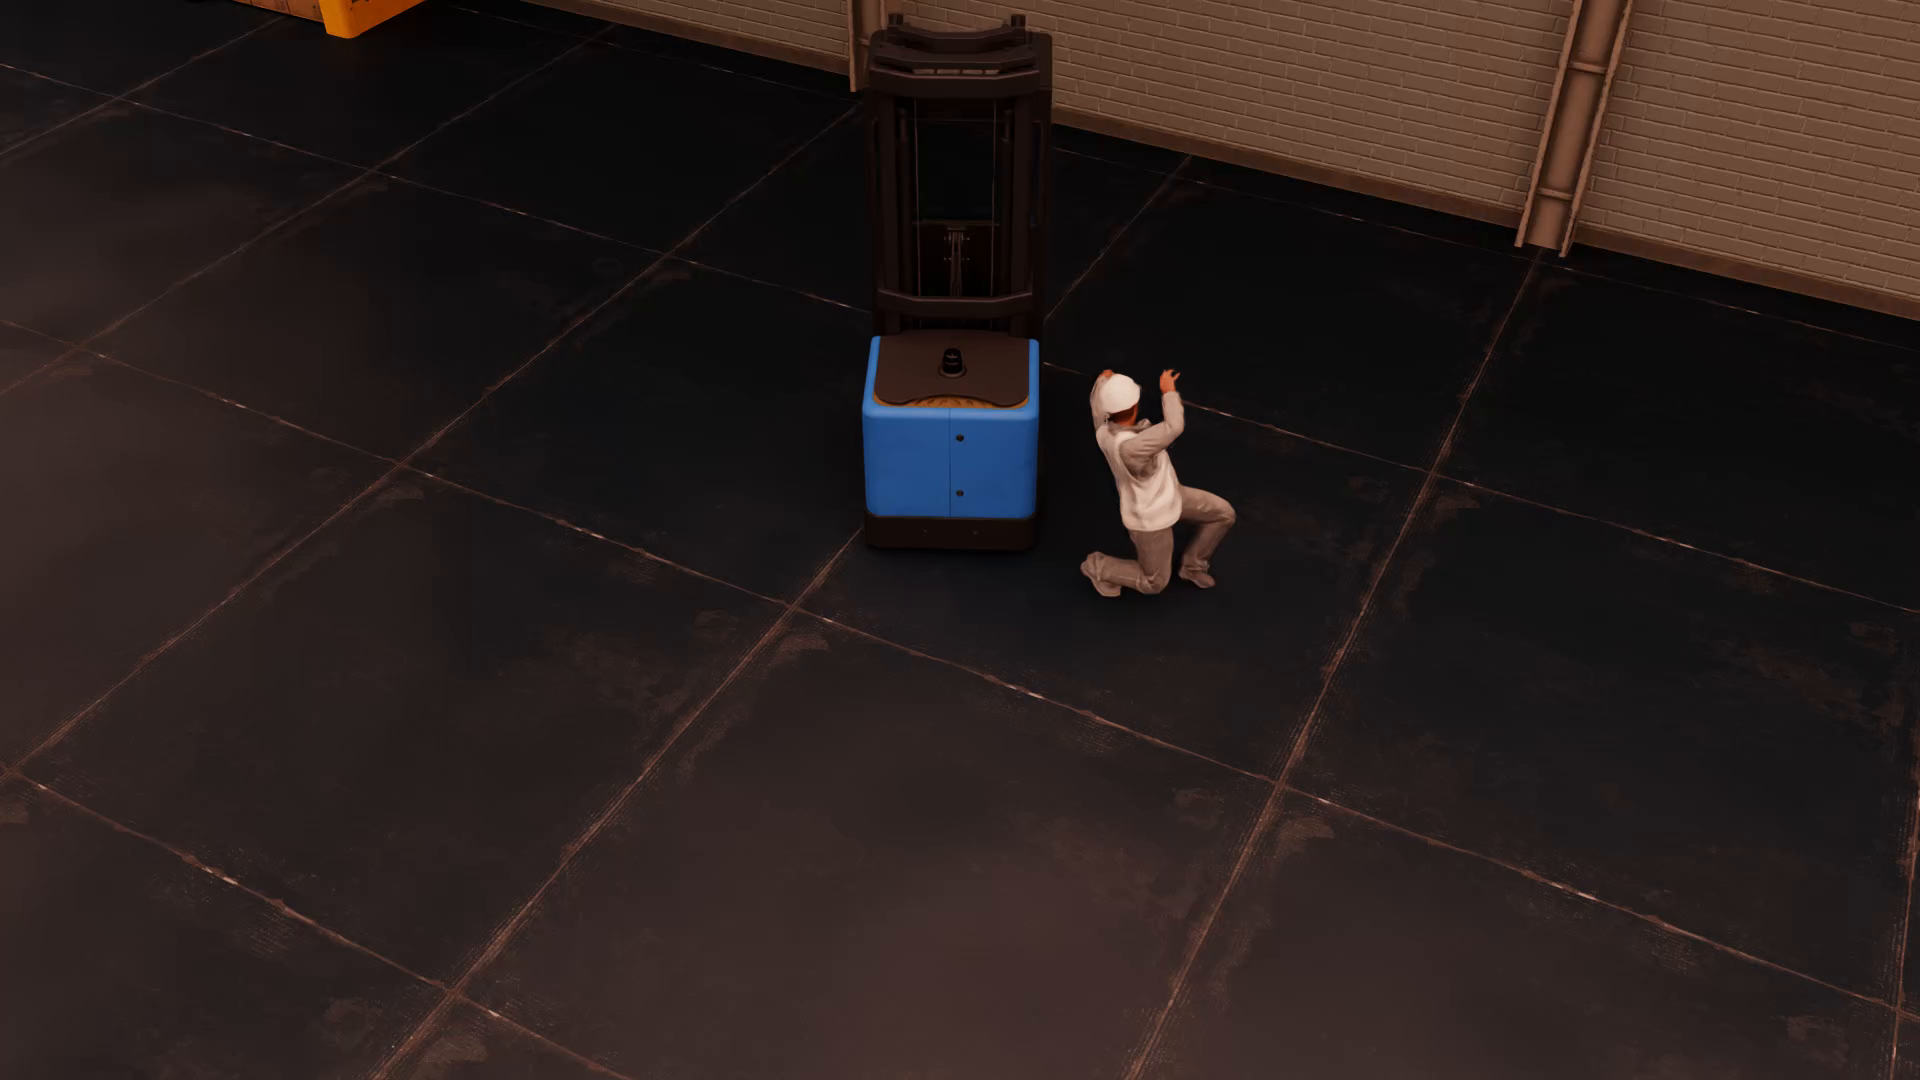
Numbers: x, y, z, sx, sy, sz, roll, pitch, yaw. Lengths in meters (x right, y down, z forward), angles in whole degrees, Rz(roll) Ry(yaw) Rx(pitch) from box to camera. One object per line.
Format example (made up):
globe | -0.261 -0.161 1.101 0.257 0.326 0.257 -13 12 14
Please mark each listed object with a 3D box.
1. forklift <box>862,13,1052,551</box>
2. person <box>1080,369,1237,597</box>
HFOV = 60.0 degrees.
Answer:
forklift | -0.005 -1.986 10.345 1.130 2.935 3.031 1 40 2
person | 1.172 -0.420 9.633 0.896 1.486 1.043 4 40 5
